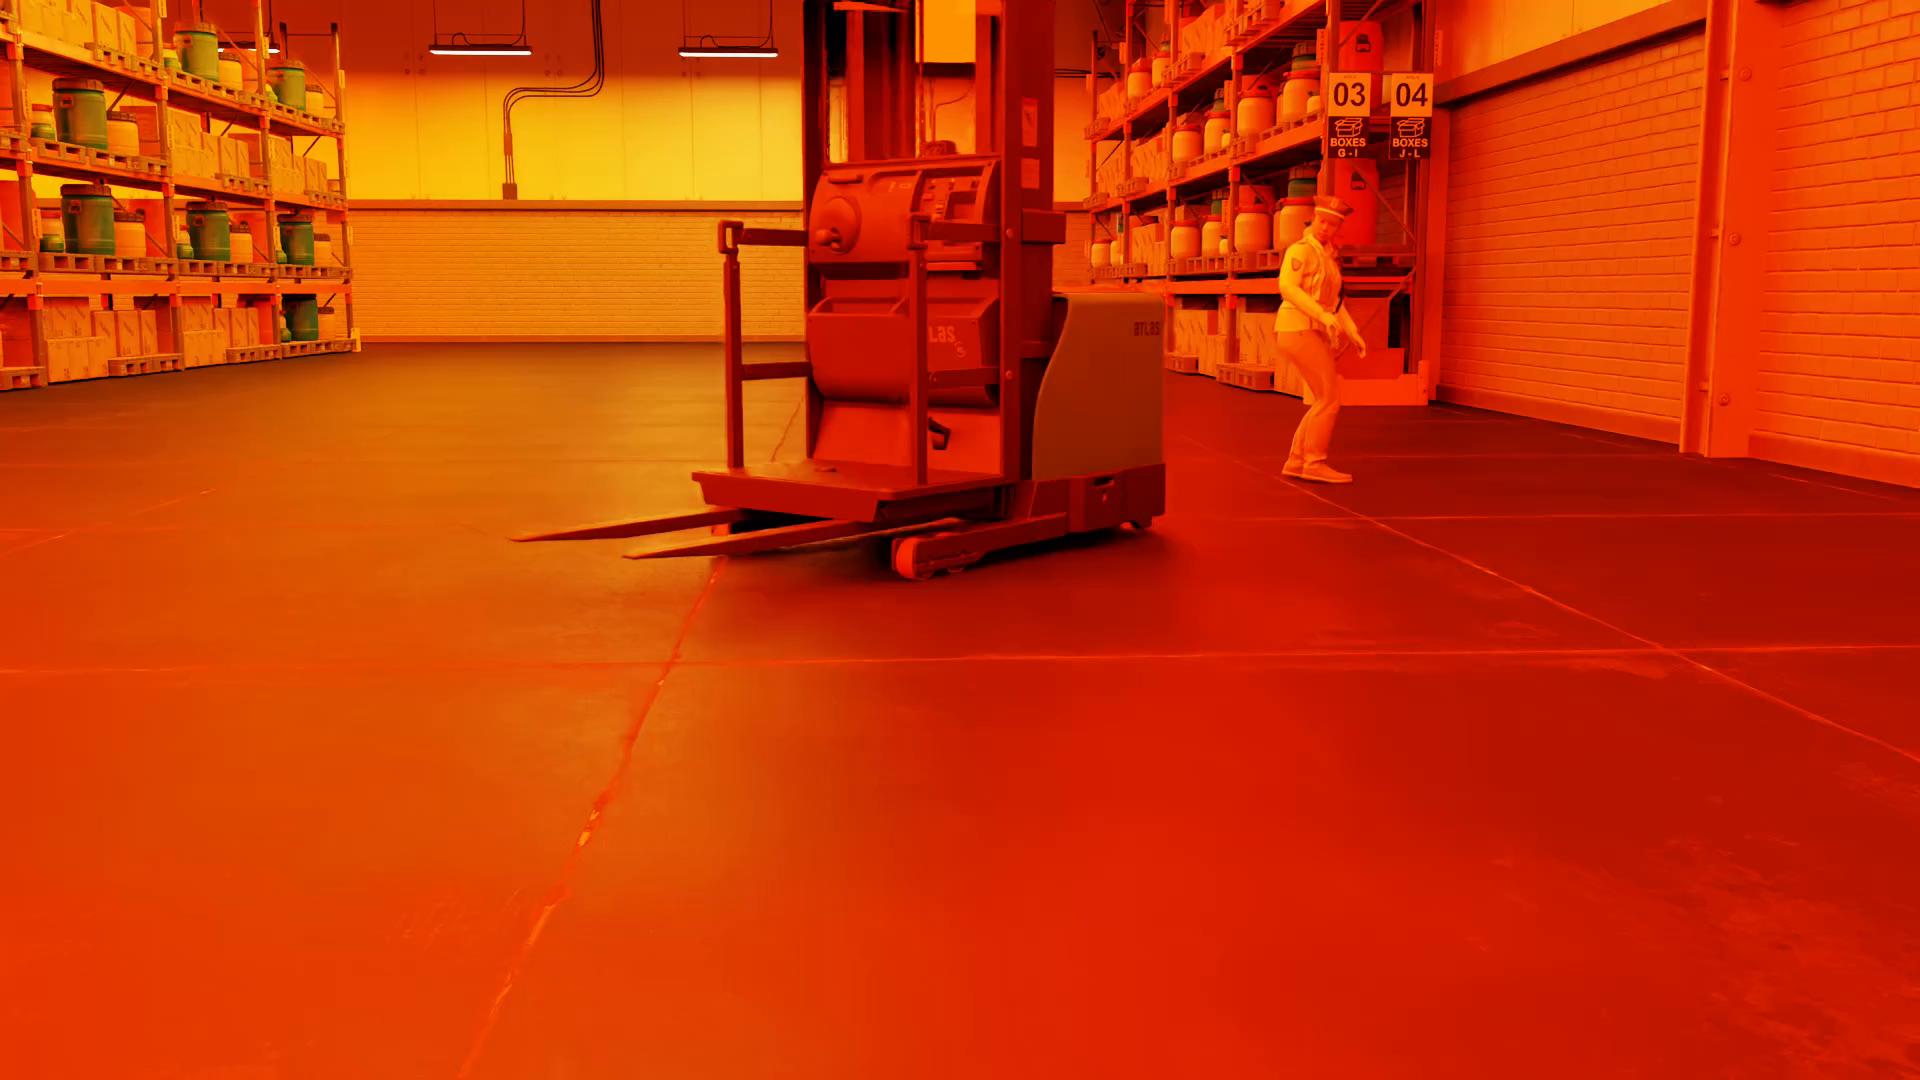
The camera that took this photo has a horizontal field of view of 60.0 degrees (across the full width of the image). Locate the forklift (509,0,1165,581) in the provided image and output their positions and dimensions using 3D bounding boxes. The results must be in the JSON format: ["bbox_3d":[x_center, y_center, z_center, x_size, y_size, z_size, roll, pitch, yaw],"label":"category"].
[{"bbox_3d":[-0.375,-1.377,6.602,1.130,2.935,3.031,7,11,38],"label":"forklift"}]

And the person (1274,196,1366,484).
[{"bbox_3d":[2.071,-1.146,9.563,0.482,1.632,0.712,4,9,27],"label":"person"}]
